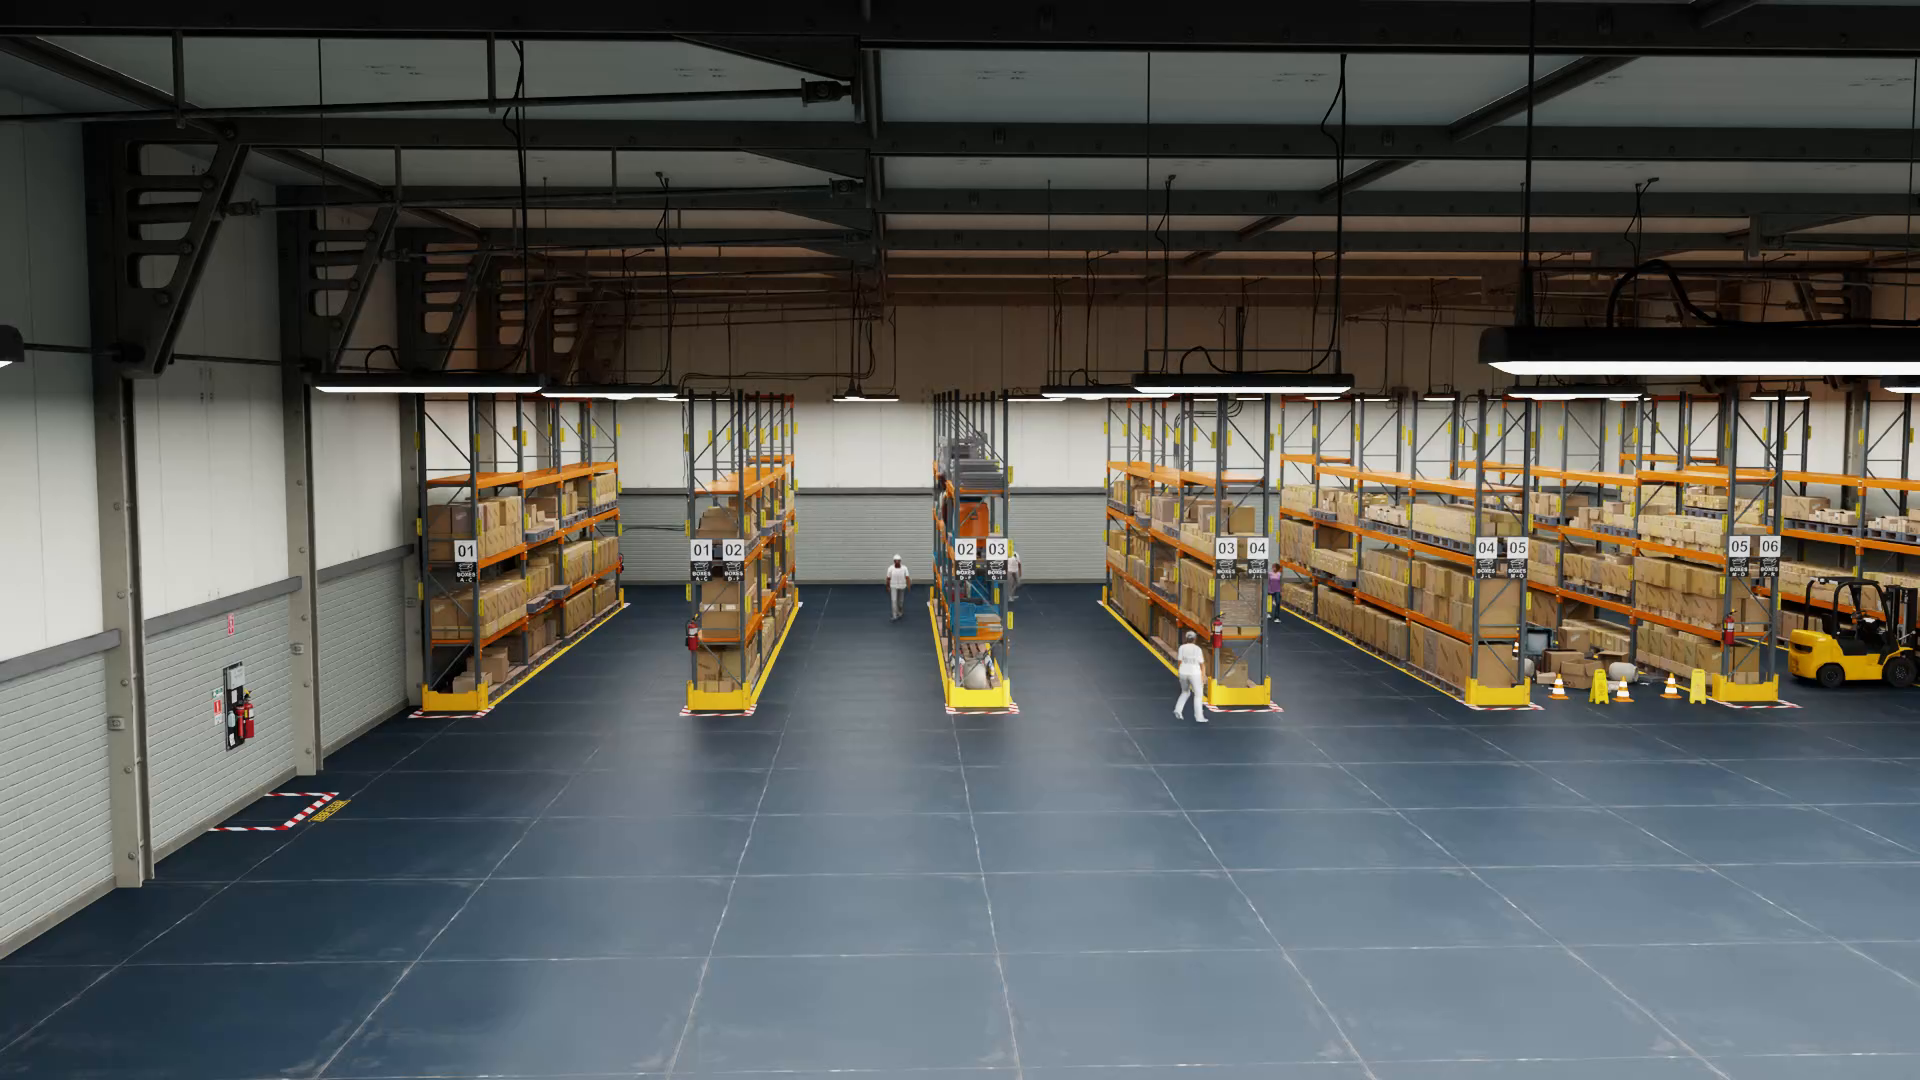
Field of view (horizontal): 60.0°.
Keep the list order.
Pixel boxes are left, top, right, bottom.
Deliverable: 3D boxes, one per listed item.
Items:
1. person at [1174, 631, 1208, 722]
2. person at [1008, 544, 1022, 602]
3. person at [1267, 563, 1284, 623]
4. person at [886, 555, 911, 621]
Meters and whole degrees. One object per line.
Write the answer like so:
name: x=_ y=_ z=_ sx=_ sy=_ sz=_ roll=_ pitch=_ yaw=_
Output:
person: x=4.181 y=2.461 z=29.981 sx=0.548 sy=1.673 sz=0.545 roll=4 pitch=6 yaw=40
person: x=1.500 y=0.947 z=48.375 sx=0.548 sy=1.696 sz=0.452 roll=-2 pitch=5 yaw=-23
person: x=8.288 y=1.369 z=43.777 sx=0.493 sy=1.557 sz=0.805 roll=0 pitch=5 yaw=-2
person: x=-1.641 y=1.255 z=44.169 sx=0.648 sy=1.718 sz=1.058 roll=0 pitch=5 yaw=-4
